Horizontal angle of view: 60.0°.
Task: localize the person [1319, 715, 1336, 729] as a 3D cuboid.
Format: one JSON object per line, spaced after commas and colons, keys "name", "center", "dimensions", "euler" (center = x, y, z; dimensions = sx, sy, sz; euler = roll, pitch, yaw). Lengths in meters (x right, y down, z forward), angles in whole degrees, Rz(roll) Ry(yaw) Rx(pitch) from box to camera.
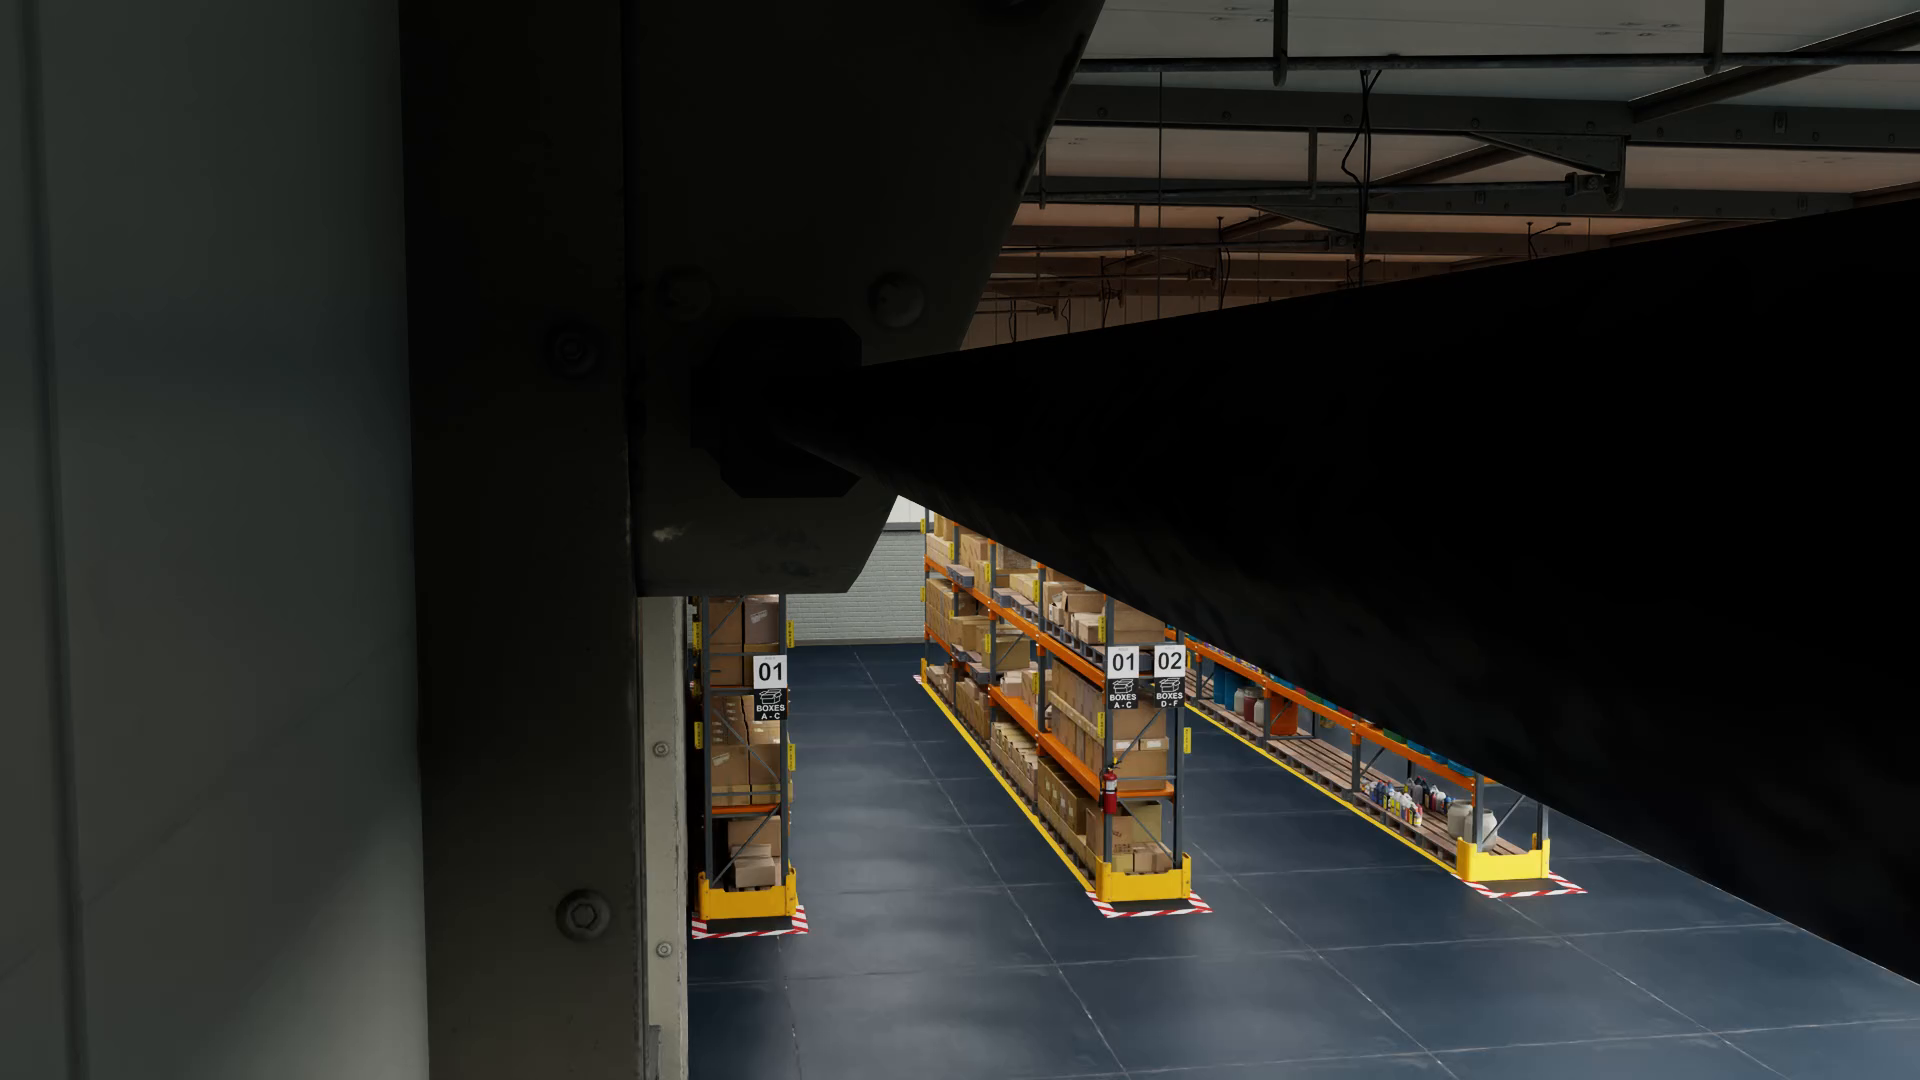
{"name": "person", "center": [6.941, 2.653, 31.631], "dimensions": [0.439, 1.791, 0.581], "euler": [-3, 6, -30]}
